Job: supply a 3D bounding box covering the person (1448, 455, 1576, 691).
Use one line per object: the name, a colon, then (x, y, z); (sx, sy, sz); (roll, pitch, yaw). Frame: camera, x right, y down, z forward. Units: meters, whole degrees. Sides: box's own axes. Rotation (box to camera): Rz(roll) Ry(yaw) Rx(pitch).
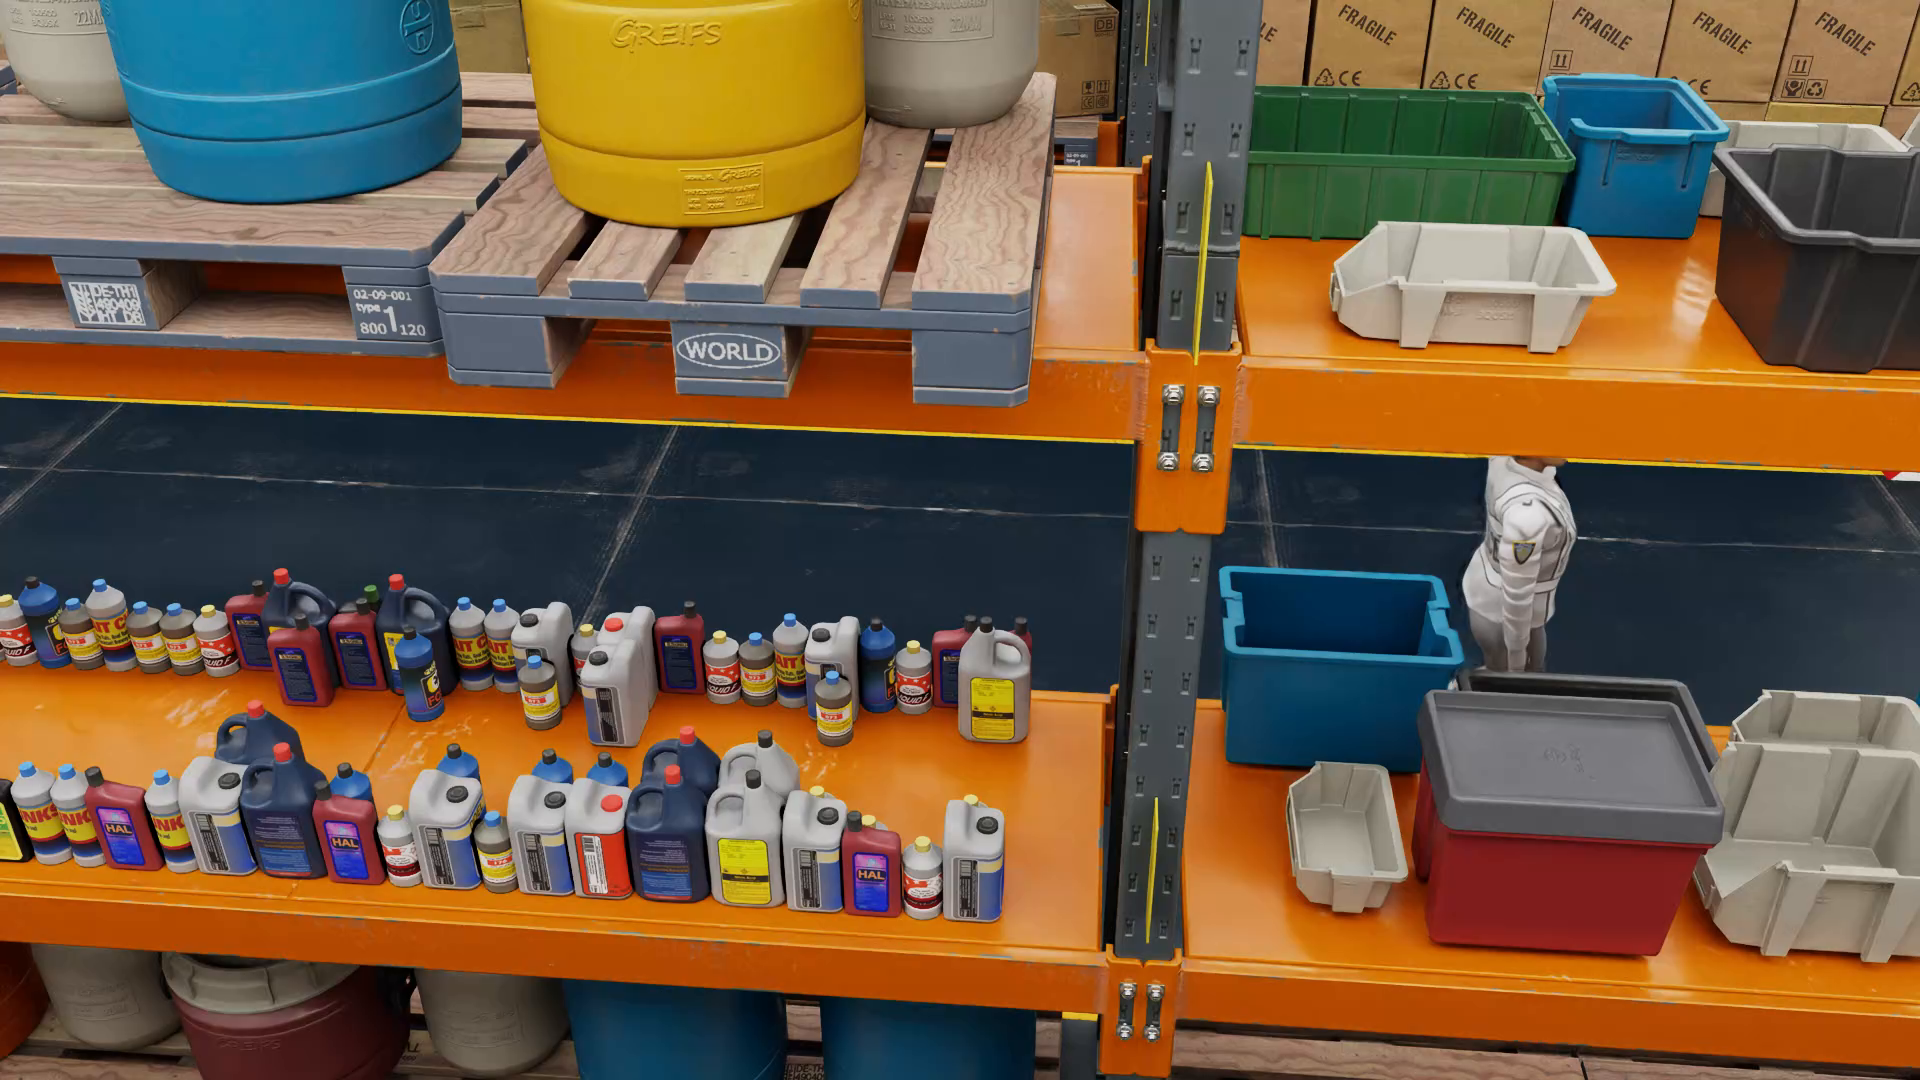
person: (1.855, 0.230, 5.693); (0.478, 1.683, 0.500); (4, 32, 6)
